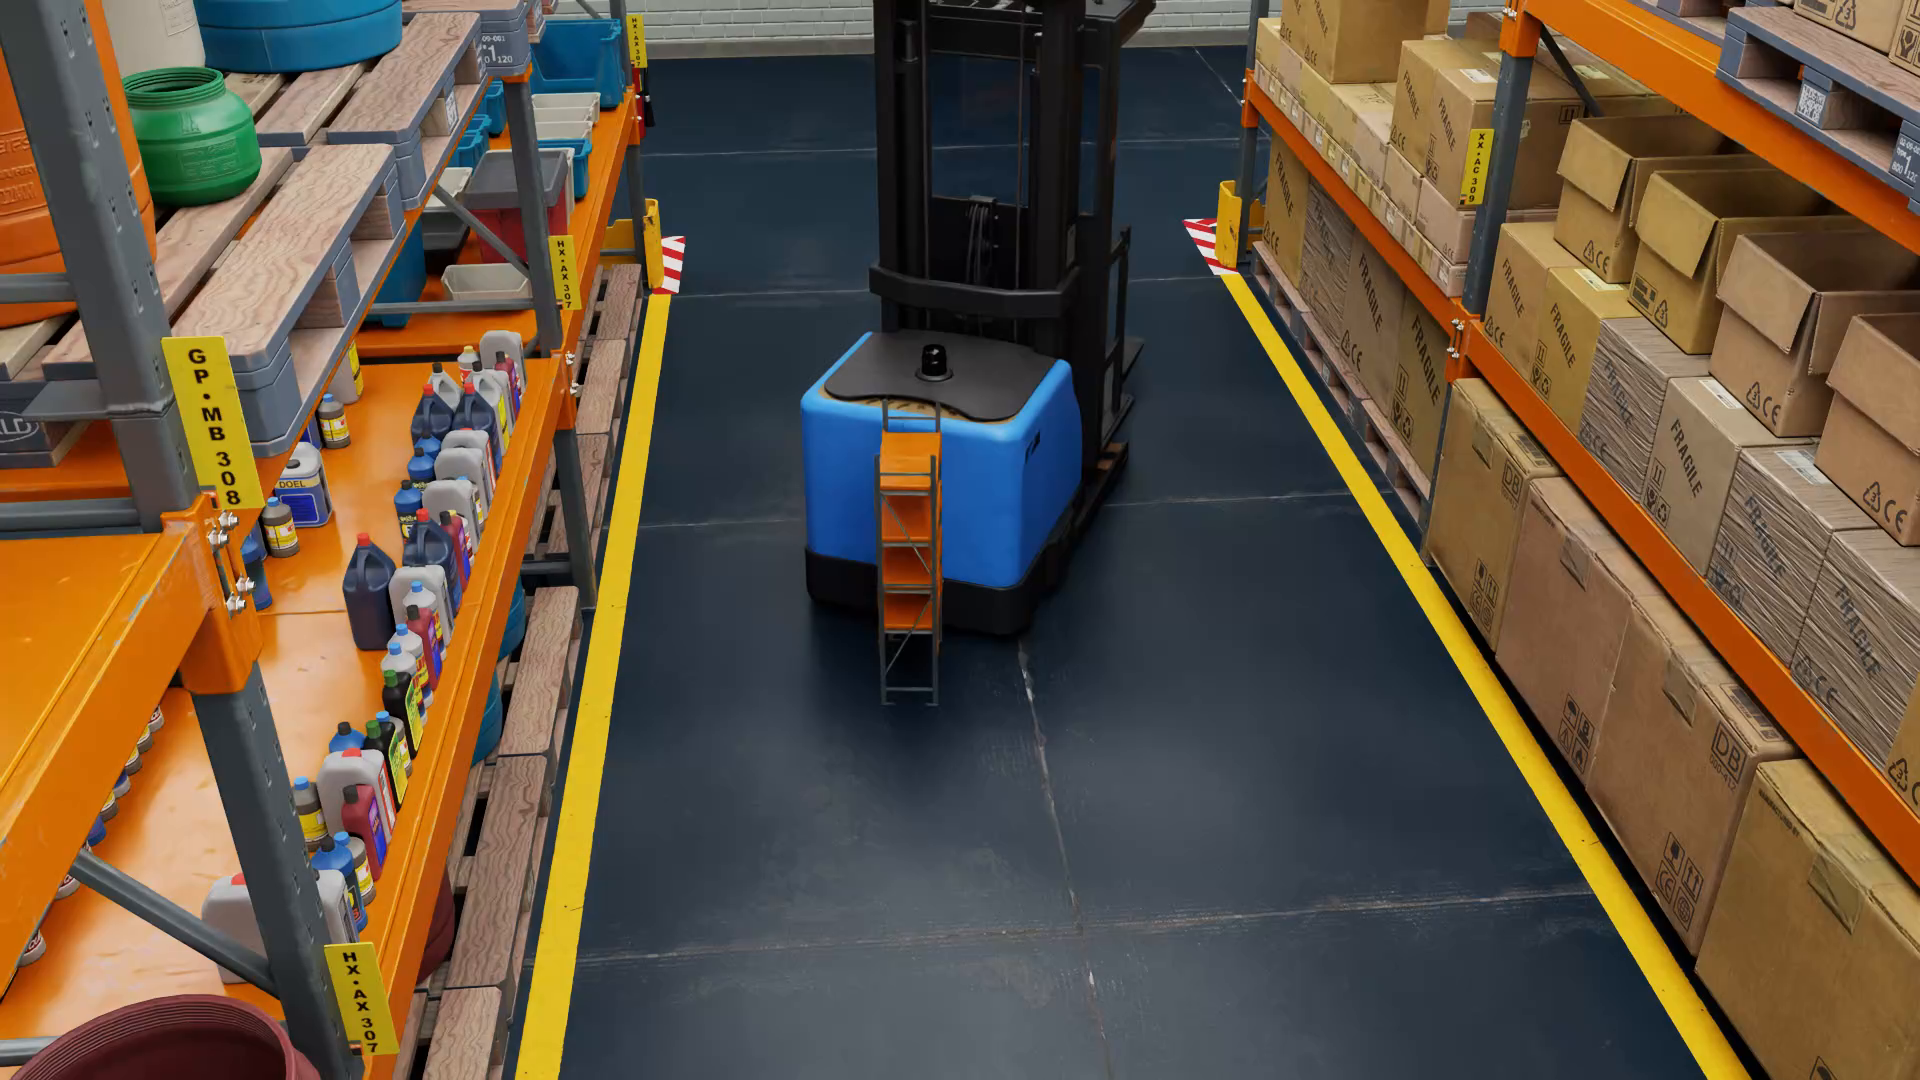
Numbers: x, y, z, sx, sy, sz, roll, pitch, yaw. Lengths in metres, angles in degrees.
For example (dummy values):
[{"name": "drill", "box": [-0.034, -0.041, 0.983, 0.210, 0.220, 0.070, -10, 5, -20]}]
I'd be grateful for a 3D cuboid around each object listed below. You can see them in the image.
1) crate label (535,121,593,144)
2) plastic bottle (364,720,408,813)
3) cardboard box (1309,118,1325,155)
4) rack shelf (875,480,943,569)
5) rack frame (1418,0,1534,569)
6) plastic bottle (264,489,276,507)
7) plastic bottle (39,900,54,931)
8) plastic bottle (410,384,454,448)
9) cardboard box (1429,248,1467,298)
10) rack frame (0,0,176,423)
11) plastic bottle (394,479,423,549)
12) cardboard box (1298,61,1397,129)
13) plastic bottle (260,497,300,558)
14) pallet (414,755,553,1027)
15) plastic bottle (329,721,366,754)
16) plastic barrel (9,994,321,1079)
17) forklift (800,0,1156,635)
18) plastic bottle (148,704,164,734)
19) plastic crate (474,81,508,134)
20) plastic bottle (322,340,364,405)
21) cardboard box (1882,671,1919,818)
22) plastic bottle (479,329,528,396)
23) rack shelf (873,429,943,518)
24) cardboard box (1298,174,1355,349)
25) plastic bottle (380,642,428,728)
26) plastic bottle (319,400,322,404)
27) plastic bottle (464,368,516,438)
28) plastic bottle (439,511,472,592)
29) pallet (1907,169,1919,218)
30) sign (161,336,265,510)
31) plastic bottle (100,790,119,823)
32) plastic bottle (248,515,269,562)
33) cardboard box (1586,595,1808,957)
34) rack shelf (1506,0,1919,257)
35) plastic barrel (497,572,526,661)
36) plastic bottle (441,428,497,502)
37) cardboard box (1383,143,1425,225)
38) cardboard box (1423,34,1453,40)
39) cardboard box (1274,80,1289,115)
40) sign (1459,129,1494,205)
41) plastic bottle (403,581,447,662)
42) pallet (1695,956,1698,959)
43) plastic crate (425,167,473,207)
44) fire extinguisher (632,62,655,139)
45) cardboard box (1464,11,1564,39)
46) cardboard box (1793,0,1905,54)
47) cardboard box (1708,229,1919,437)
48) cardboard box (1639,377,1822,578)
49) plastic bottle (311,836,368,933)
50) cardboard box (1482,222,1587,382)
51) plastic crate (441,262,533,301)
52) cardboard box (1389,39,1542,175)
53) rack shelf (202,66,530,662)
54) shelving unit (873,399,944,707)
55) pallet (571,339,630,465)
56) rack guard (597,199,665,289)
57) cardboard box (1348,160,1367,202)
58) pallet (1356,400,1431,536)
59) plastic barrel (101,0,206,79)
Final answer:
[{"name": "crate label", "box": [-2.243, -2.222, 9.244, 0.396, 0.136, 0.243, -3, 31, -5]}, {"name": "plastic bottle", "box": [-1.544, 0.584, 4.460, 0.061, 0.283, 0.133, -3, 31, -5]}, {"name": "cardboard box", "box": [2.196, -2.283, 9.392, 0.380, 0.149, 0.250, -3, 31, -5]}, {"name": "rack shelf", "box": [-0.208, -0.072, 6.896, 0.258, 0.148, 0.480, 1, 31, 1]}, {"name": "rack frame", "box": [2.742, -1.202, 7.337, 1.000, 3.000, 0.127, -3, 31, -5]}, {"name": "plastic bottle", "box": [-2.439, -0.184, 5.754, 0.152, 0.276, 0.135, -3, 31, -5]}, {"name": "plastic bottle", "box": [-2.299, 0.824, 4.060, 0.061, 0.283, 0.133, -3, 31, -5]}, {"name": "plastic bottle", "box": [-1.904, -0.389, 6.024, 0.144, 0.351, 0.185, -3, 31, -5]}, {"name": "cardboard box", "box": [2.388, -1.234, 7.636, 0.380, 0.149, 0.250, -3, 31, -4]}, {"name": "rack frame", "box": [-1.815, -1.498, 1.983, 1.000, 3.000, 0.127, -3, 31, -5]}, {"name": "plastic bottle", "box": [-1.837, -0.077, 5.579, 0.097, 0.271, 0.097, 0, 31, 0]}, {"name": "cardboard box", "box": [2.243, -2.528, 9.413, 0.500, 0.250, 0.500, -4, 31, -6]}, {"name": "plastic bottle", "box": [-2.294, -0.049, 5.601, 0.097, 0.201, 0.097, 0, 31, 0]}, {"name": "pallet", "box": [-2.041, 1.253, 5.947, 1.003, 0.211, 1.213, -3, 31, -5]}, {"name": "plastic bottle", "box": [-1.621, 0.603, 4.442, 0.097, 0.271, 0.097, 0, 31, 0]}, {"name": "plastic barrel", "box": [-1.470, 1.242, 3.114, 0.600, 0.536, 0.708, -3, 31, -5]}, {"name": "forklift", "box": [0.260, -1.580, 8.037, 1.130, 2.935, 3.031, 10, 32, 17]}, {"name": "plastic bottle", "box": [-2.356, 0.451, 4.763, 0.097, 0.201, 0.097, 0, 31, 0]}, {"name": "plastic crate", "box": [-2.806, -2.483, 9.586, 0.416, 0.233, 0.300, -3, 31, -5]}, {"name": "plastic bottle", "box": [-2.475, -0.728, 6.591, 0.144, 0.351, 0.185, -3, 31, -5]}, {"name": "cardboard box", "box": [2.823, 0.557, 4.294, 0.500, 0.500, 0.500, -2, 31, -3]}, {"name": "plastic bottle", "box": [-1.830, -0.726, 6.661, 0.152, 0.276, 0.135, -3, 31, -5]}, {"name": "rack shelf", "box": [-0.208, -0.275, 6.774, 0.258, 0.148, 0.480, 1, 31, 1]}, {"name": "cardboard box", "box": [2.593, -1.725, 9.875, 0.875, 0.875, 0.875, -3, 31, -5]}, {"name": "plastic bottle", "box": [-1.595, 0.414, 4.758, 0.097, 0.271, 0.097, 0, 31, 0]}, {"name": "plastic bottle", "box": [-2.567, -0.639, 6.508, 0.061, 0.283, 0.133, -3, 31, -5]}, {"name": "plastic bottle", "box": [-1.796, -0.539, 6.348, 0.152, 0.276, 0.135, -3, 31, -5]}, {"name": "plastic bottle", "box": [-1.648, 0.018, 5.408, 0.061, 0.283, 0.133, -3, 31, -5]}, {"name": "pallet", "box": [3.003, -0.693, 3.743, 1.213, 0.211, 1.003, -1, 31, -2]}, {"name": "sign", "box": [-1.268, -0.195, 2.829, 0.100, 0.325, 0.005, -3, 31, -5]}, {"name": "plastic bottle", "box": [-2.319, 0.650, 4.430, 0.097, 0.201, 0.097, 0, 31, 0]}, {"name": "plastic bottle", "box": [-2.417, -0.066, 5.556, 0.152, 0.276, 0.135, -3, 31, -5]}, {"name": "cardboard box", "box": [2.997, 0.763, 5.709, 1.225, 0.875, 0.875, -3, 31, -4]}, {"name": "rack shelf", "box": [2.929, -1.160, 5.043, 1.077, 0.370, 4.000, -3, 31, -5]}, {"name": "plastic barrel", "box": [-2.155, 0.034, 6.904, 0.600, 0.901, 0.708, -3, 31, -5]}, {"name": "plastic bottle", "box": [-1.749, -0.282, 5.917, 0.152, 0.276, 0.135, -3, 31, -5]}, {"name": "cardboard box", "box": [2.389, -1.742, 8.098, 0.500, 0.250, 0.500, -2, 31, -3]}, {"name": "cardboard box", "box": [2.725, -2.814, 9.892, 0.500, 0.250, 0.500, -3, 31, -5]}, {"name": "cardboard box", "box": [2.123, -2.678, 10.053, 0.380, 0.149, 0.250, -3, 31, -6]}, {"name": "sign", "box": [2.190, -1.580, 7.049, 0.100, 0.325, 0.005, -3, 31, -5]}, {"name": "plastic bottle", "box": [-1.625, 0.246, 5.038, 0.097, 0.271, 0.097, 0, 31, 0]}, {"name": "pallet", "box": [3.117, 1.631, 5.313, 1.003, 0.211, 1.213, -3, 31, -5]}, {"name": "plastic crate", "box": [-2.651, -1.752, 8.456, 0.293, 0.136, 0.466, -3, 31, -5]}, {"name": "fire extinguisher", "box": [-2.124, -2.912, 10.640, 0.296, 0.674, 0.183, -3, 31, -5]}, {"name": "cardboard box", "box": [2.861, -2.361, 8.403, 0.500, 0.500, 0.500, -4, 31, -6]}, {"name": "cardboard box", "box": [2.904, -1.714, 4.759, 0.797, 0.503, 0.637, -3, 31, -5]}, {"name": "cardboard box", "box": [2.936, -0.682, 5.391, 0.797, 0.503, 0.637, -2, 31, -3]}, {"name": "cardboard box", "box": [2.684, -0.222, 5.600, 0.500, 0.500, 0.500, -2, 31, -4]}, {"name": "plastic bottle", "box": [-1.517, 0.836, 4.051, 0.097, 0.271, 0.097, 0, 31, 0]}, {"name": "cardboard box", "box": [2.536, -0.998, 6.898, 0.500, 0.500, 0.500, -3, 31, -4]}, {"name": "plastic crate", "box": [-2.090, -1.122, 7.401, 0.396, 0.136, 0.243, -3, 31, -5]}, {"name": "cardboard box", "box": [2.390, -2.065, 7.907, 0.500, 0.500, 0.500, -2, 31, -4]}, {"name": "rack shelf", "box": [-2.002, -0.923, 4.646, 1.077, 0.370, 4.000, -3, 31, -5]}, {"name": "shelving unit", "box": [-0.208, 0.062, 6.976, 0.258, 1.200, 0.503, 1, 31, 1]}, {"name": "pallet", "box": [-2.413, -0.765, 9.326, 1.003, 0.211, 1.213, -3, 31, -5]}, {"name": "rack guard", "box": [-2.578, -1.945, 11.019, 1.175, 0.500, 0.348, -3, 31, -5]}, {"name": "cardboard box", "box": [2.267, -1.890, 8.734, 0.380, 0.149, 0.250, -3, 31, -5]}, {"name": "pallet", "box": [2.749, -0.397, 8.709, 1.003, 0.211, 1.213, -3, 31, -5]}, {"name": "plastic barrel", "box": [-2.131, -1.347, 4.112, 0.433, 0.535, 0.433, 0, 31, 0]}]
